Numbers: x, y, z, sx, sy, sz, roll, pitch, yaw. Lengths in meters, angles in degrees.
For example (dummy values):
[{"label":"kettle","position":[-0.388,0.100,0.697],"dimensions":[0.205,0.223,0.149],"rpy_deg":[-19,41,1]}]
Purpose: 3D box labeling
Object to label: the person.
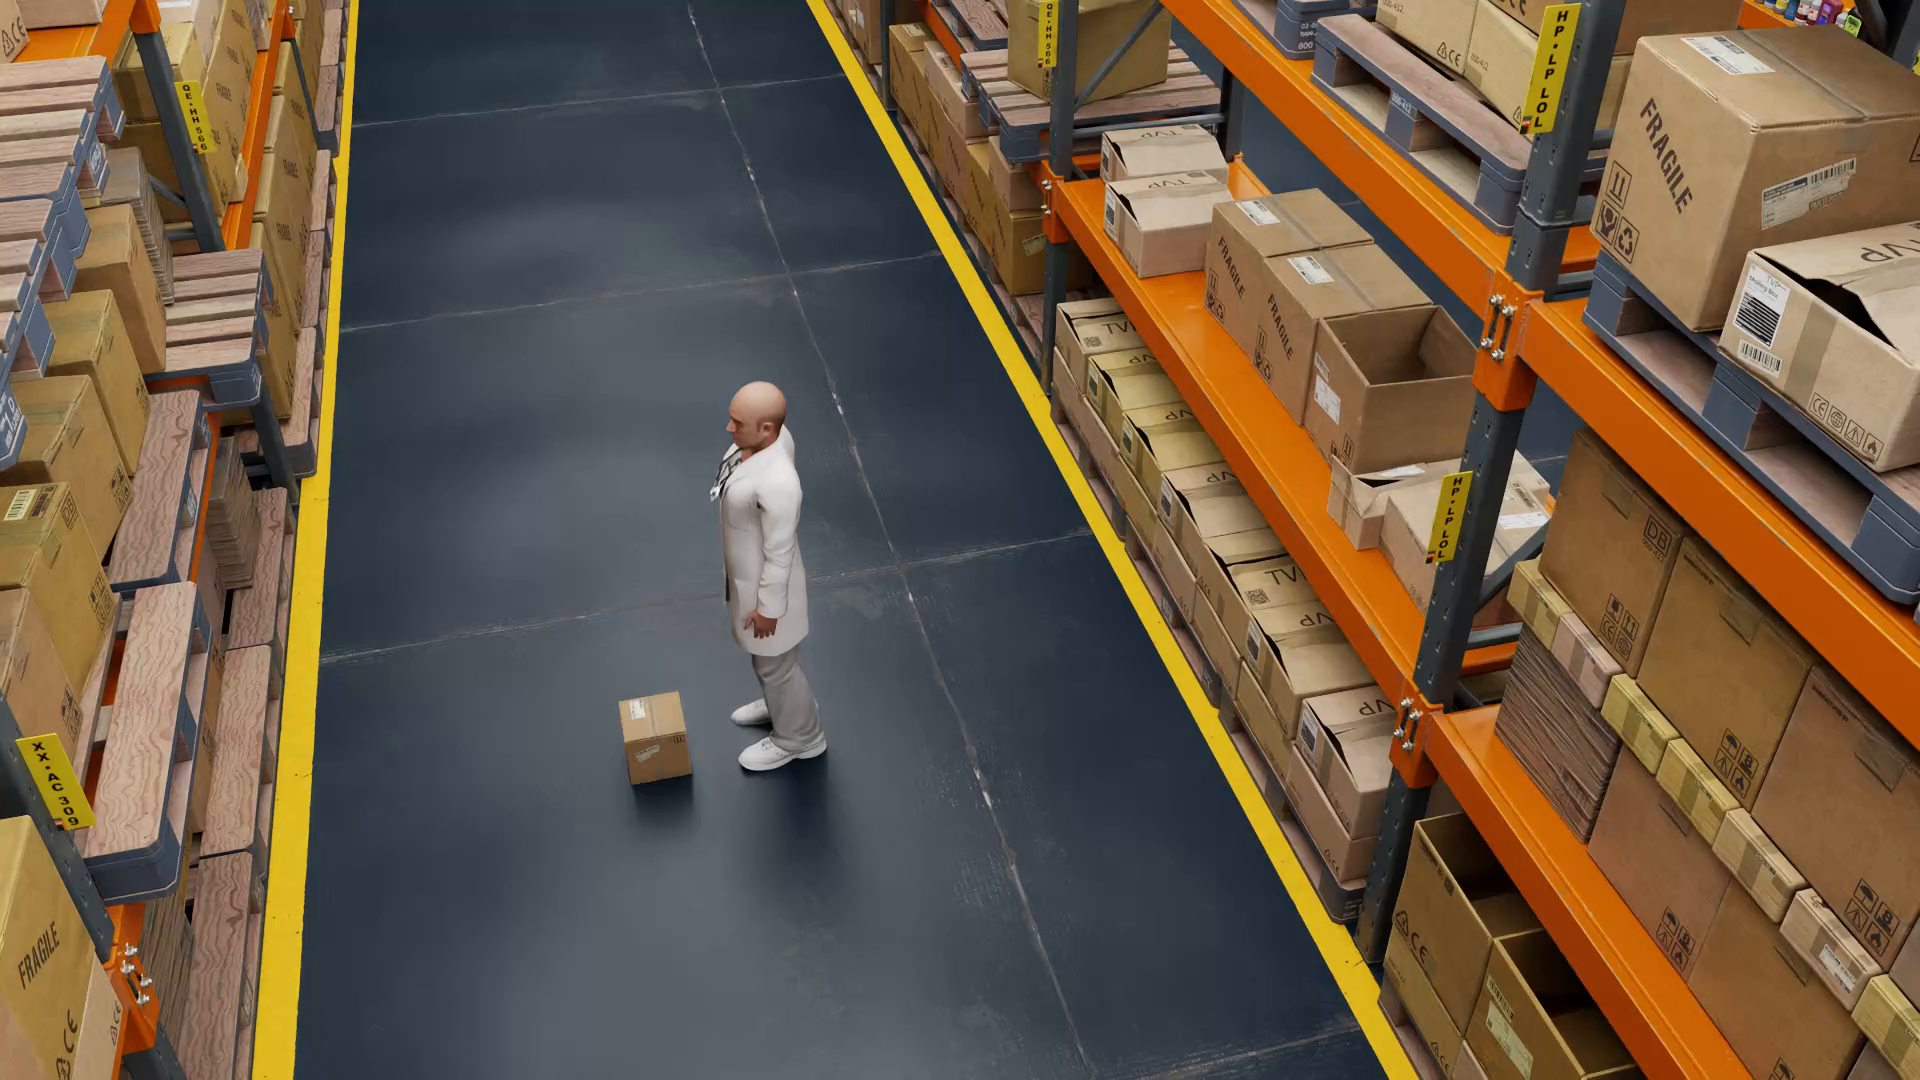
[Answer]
[{"label":"person","position":[-0.766,0.155,6.540],"dimensions":[0.381,1.791,0.561],"rpy_deg":[-8,38,-11]}]
